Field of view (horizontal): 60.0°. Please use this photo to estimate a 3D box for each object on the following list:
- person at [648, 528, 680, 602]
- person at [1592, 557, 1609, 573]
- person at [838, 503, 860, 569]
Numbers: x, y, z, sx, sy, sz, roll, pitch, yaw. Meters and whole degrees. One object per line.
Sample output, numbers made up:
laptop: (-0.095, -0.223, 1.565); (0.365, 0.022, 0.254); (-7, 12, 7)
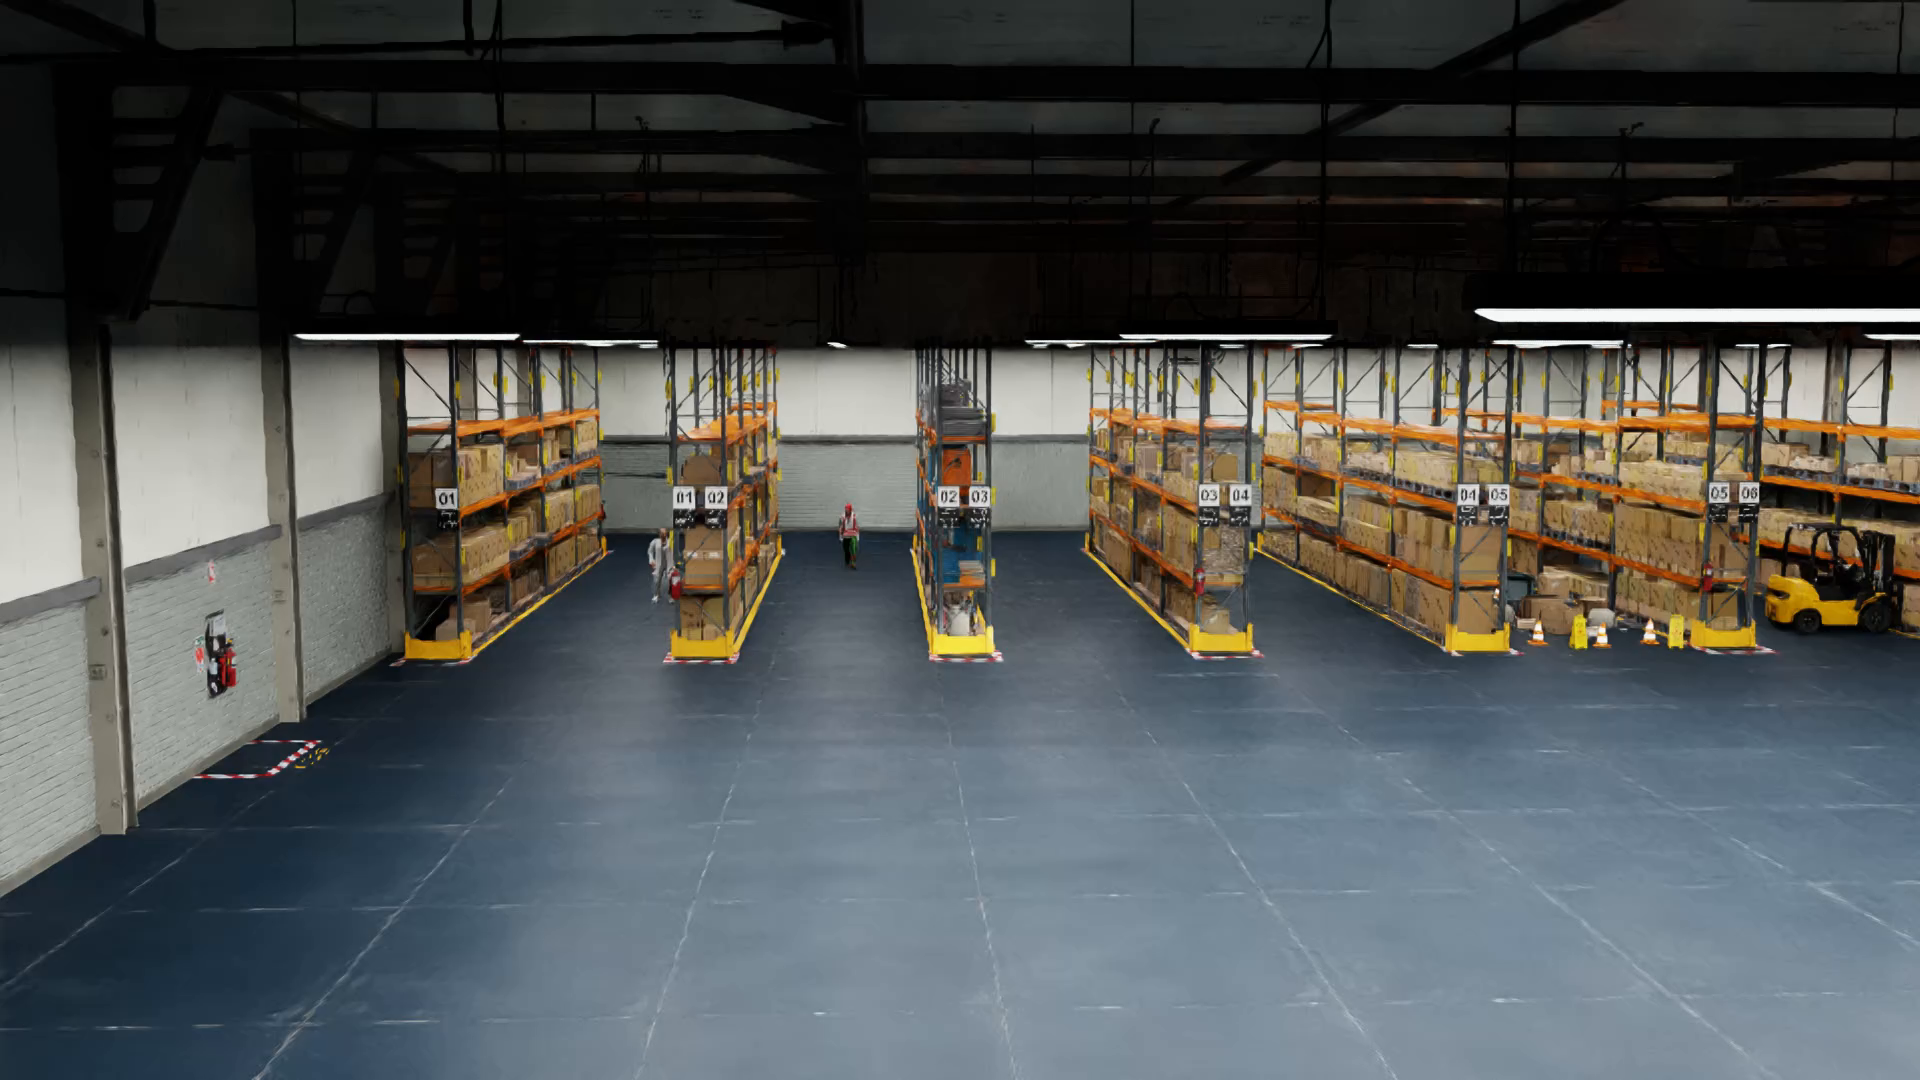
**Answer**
person: (-6.744, 0.565, 37.907); (0.729, 1.733, 0.546); (0, 7, -4)
person: (16.364, 0.045, 42.563); (0.569, 1.668, 0.562); (3, 7, 26)
person: (-2.941, -0.129, 43.935); (0.553, 1.709, 1.123); (0, 6, 0)
